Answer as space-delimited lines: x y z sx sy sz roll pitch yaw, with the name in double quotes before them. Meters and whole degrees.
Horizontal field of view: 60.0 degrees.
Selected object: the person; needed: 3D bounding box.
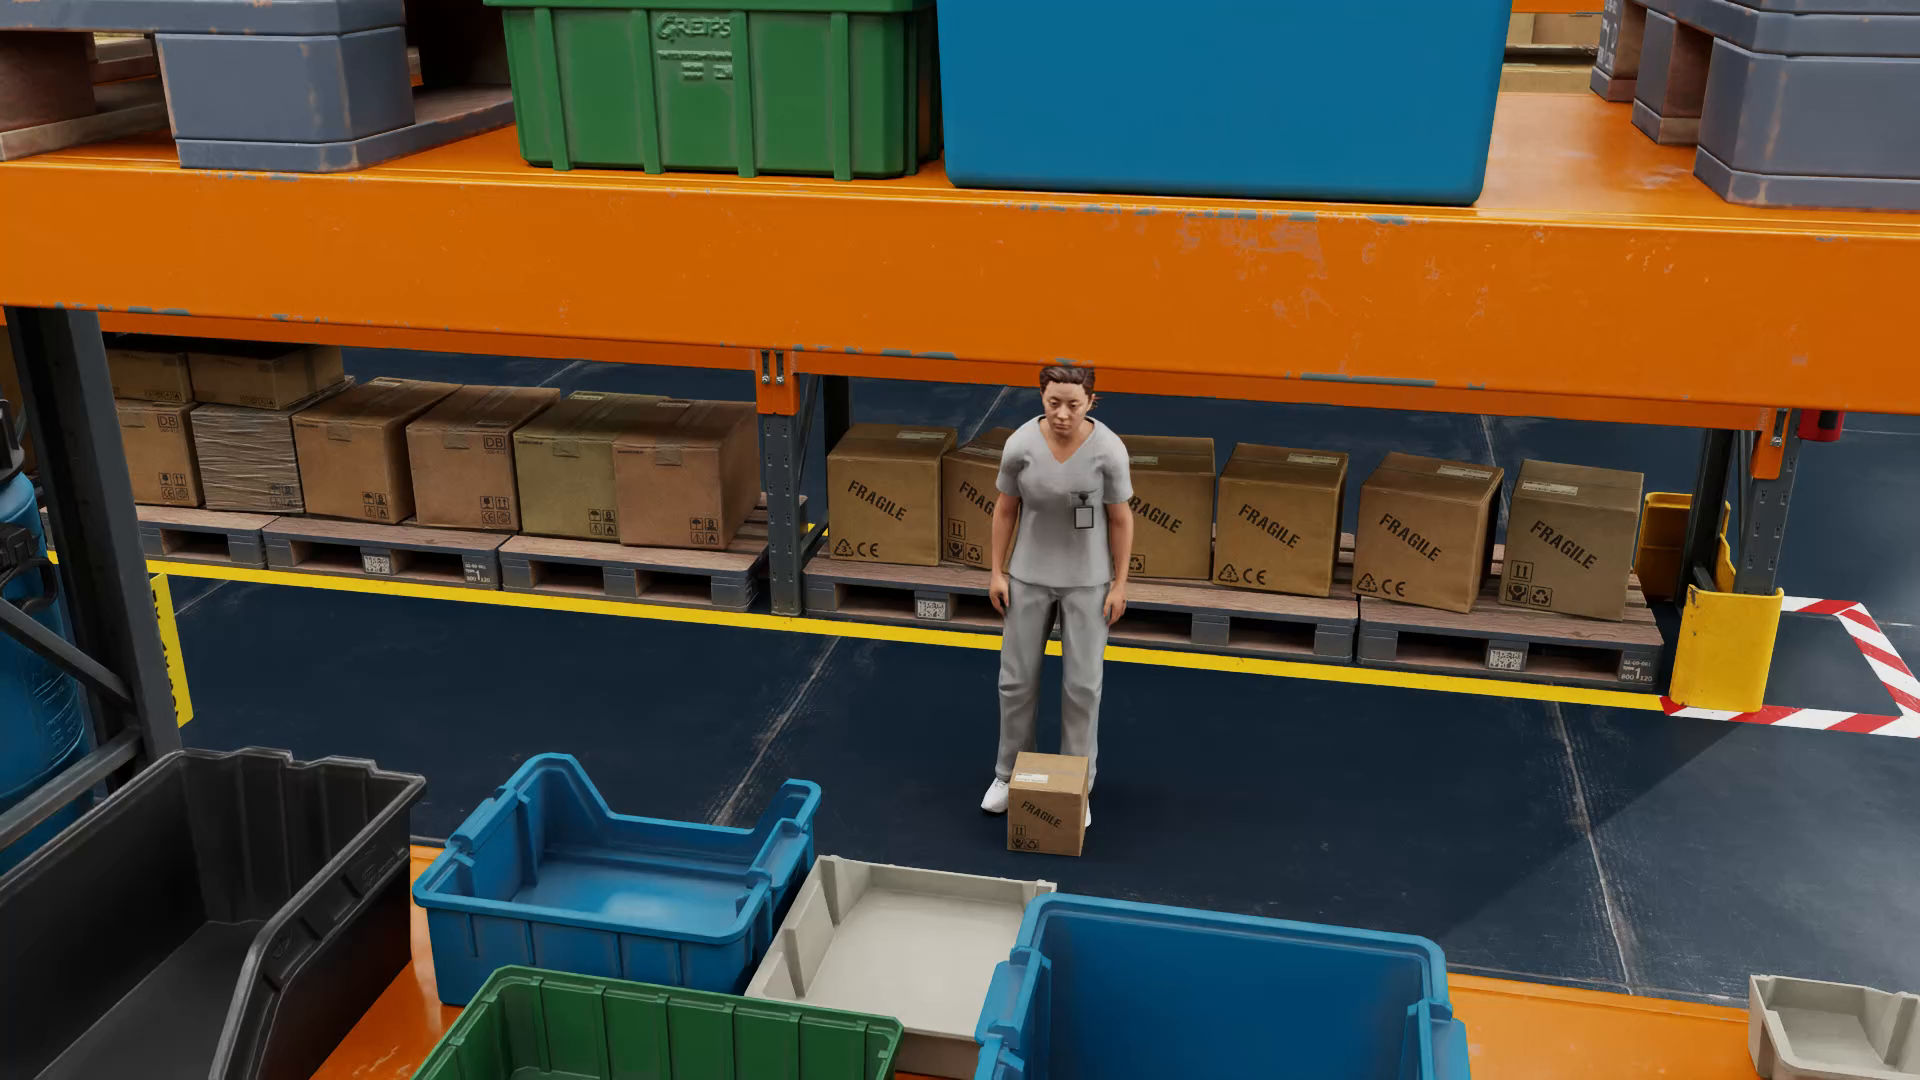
"person" 0.334 0.165 5.674 0.485 1.672 0.411 4 22 11
